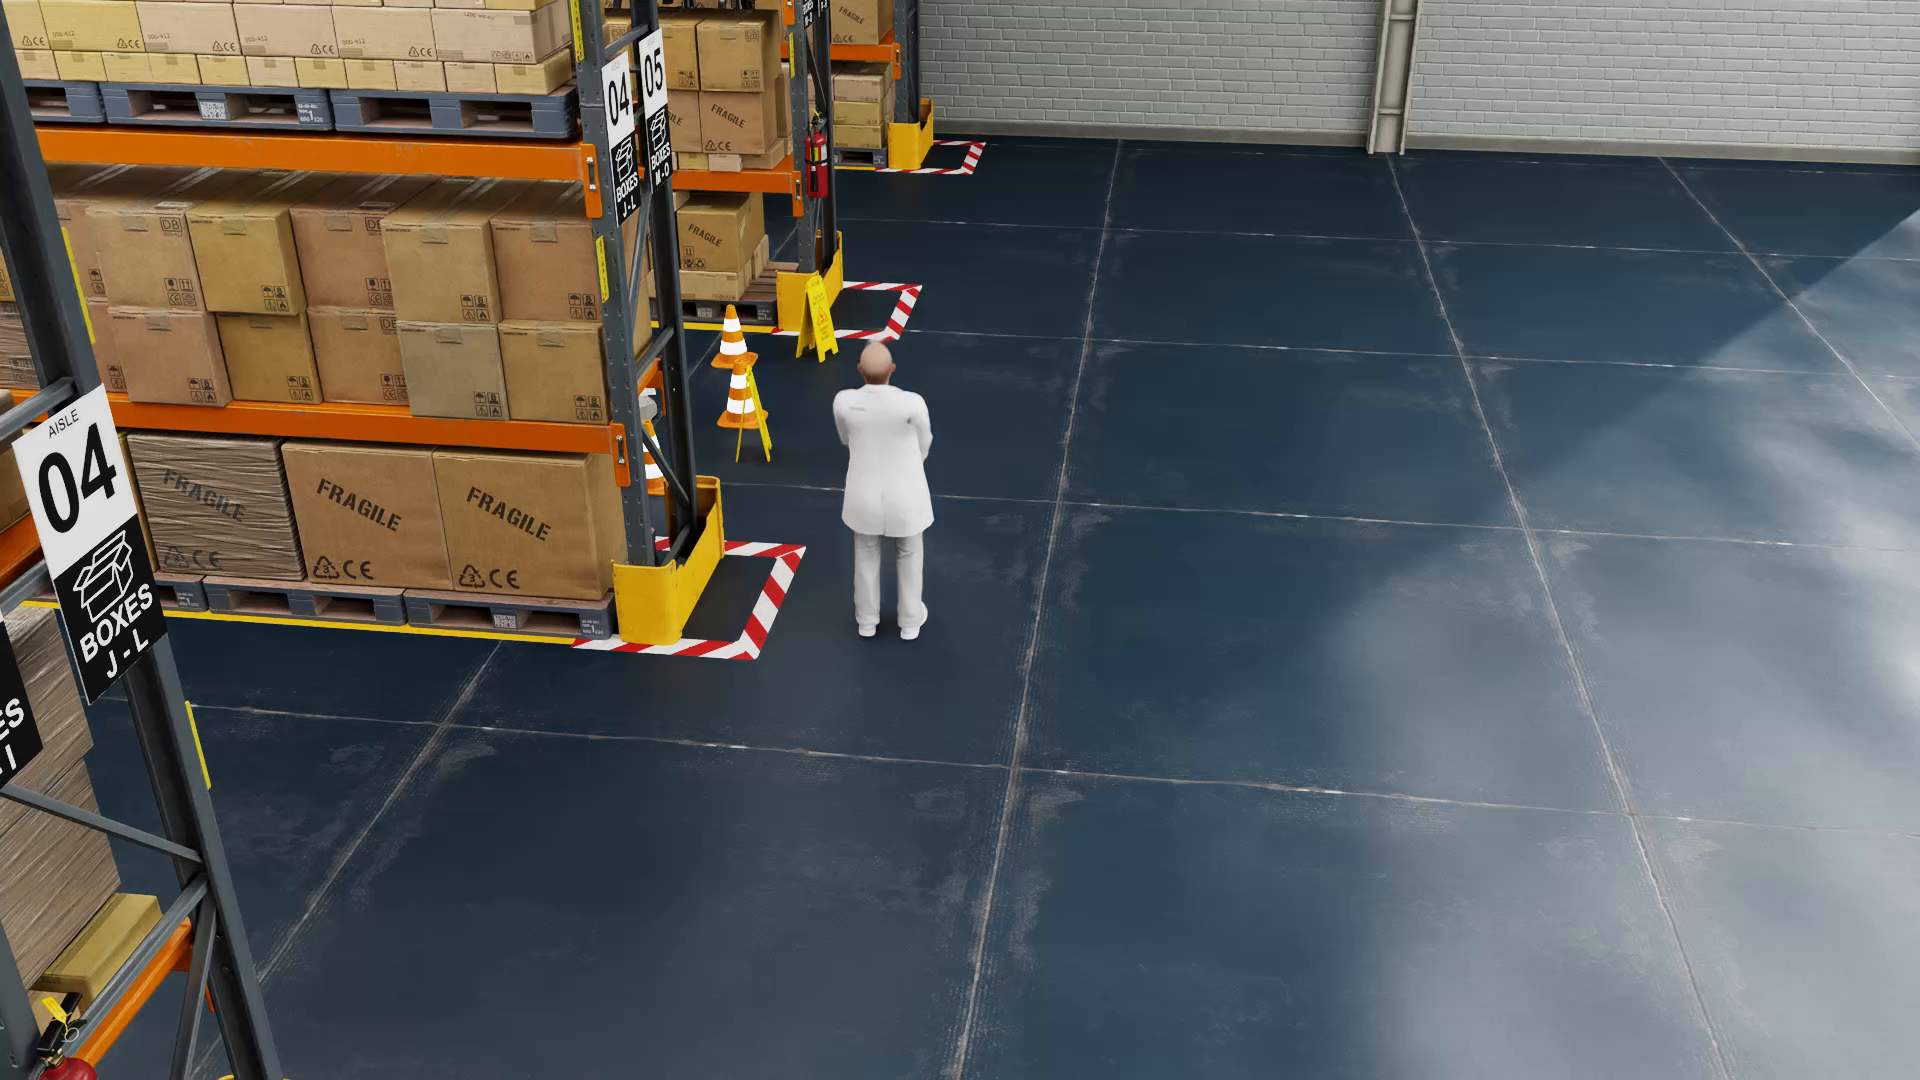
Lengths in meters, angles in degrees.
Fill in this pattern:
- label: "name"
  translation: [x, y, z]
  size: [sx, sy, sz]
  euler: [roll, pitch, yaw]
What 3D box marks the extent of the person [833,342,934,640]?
- label: "person"
  translation: [-0.401, -0.320, 9.258]
  size: [0.529, 1.758, 0.562]
  euler: [3, 28, 6]
